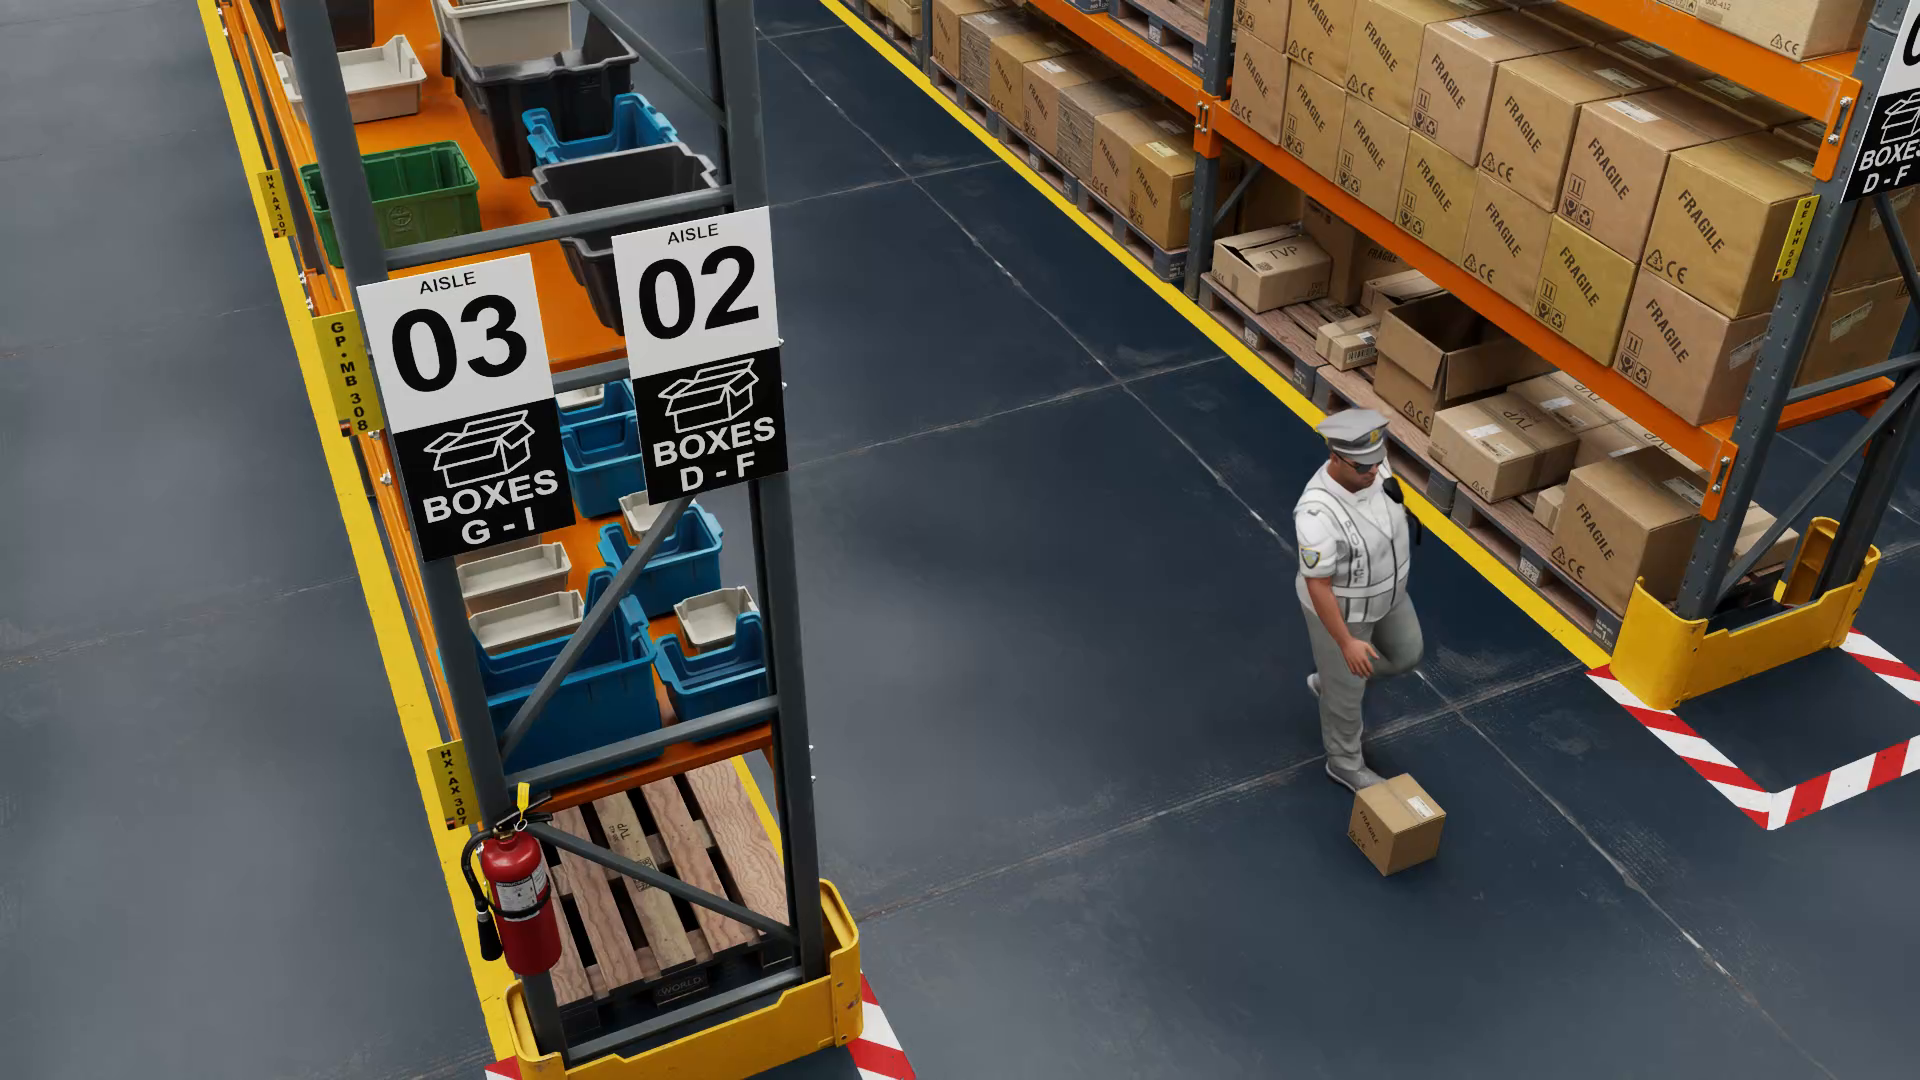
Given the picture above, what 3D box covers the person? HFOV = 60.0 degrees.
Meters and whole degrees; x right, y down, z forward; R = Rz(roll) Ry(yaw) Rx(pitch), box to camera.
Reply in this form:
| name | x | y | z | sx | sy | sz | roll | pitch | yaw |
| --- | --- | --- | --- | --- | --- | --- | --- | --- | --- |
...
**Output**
| name | x | y | z | sx | sy | sz | roll | pitch | yaw |
| --- | --- | --- | --- | --- | --- | --- | --- | --- | --- |
| person | 1.582 | 0.261 | 6.484 | 0.634 | 1.760 | 0.600 | -29 | 46 | -32 |
